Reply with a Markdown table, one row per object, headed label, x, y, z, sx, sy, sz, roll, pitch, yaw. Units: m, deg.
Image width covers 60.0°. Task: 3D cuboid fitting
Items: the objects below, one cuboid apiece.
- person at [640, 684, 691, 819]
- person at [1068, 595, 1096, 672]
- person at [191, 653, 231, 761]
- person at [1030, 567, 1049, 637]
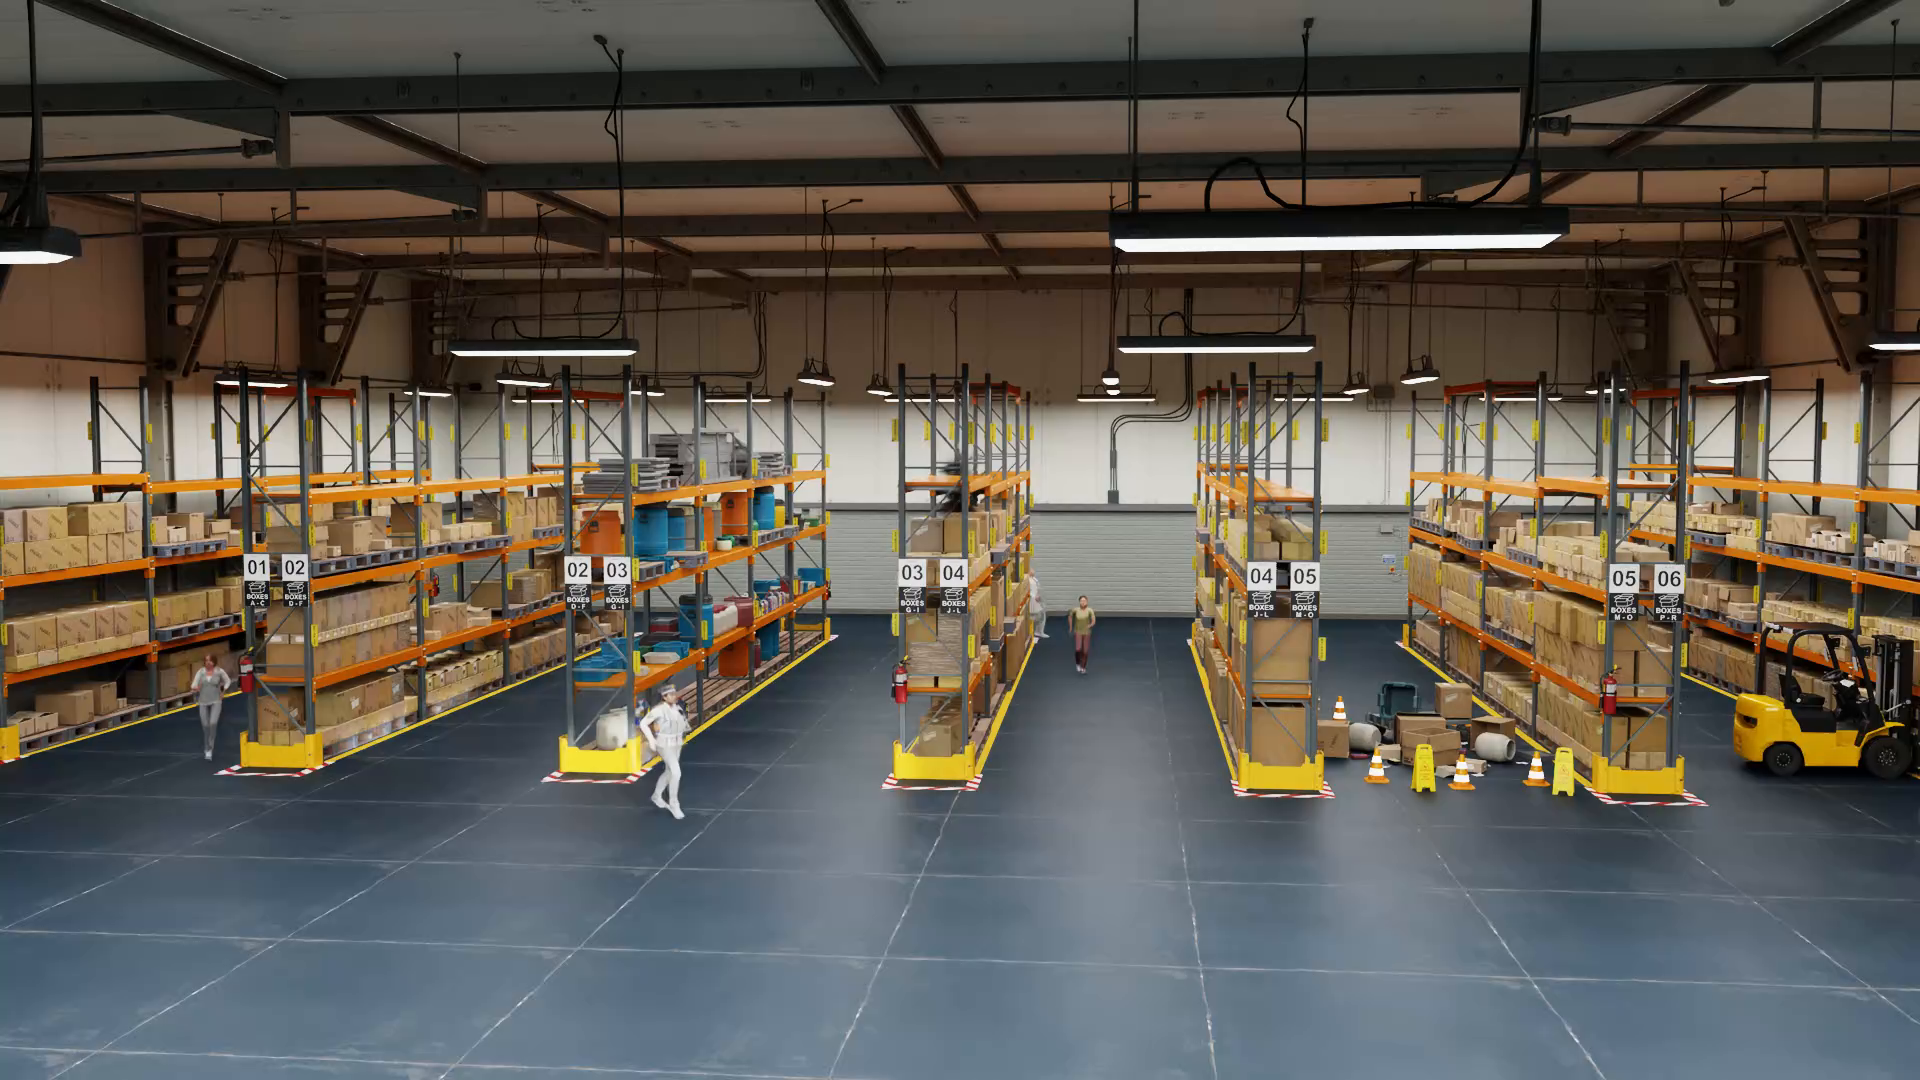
| label | x | y | z | sx | sy | sz | roll | pitch | yaw |
| --- | --- | --- | --- | --- | --- | --- | --- | --- | --- |
| person | -3.819 | 2.755 | 21.839 | 0.743 | 1.752 | 0.582 | 2 | 4 | 33 |
| person | 2.537 | 1.959 | 34.516 | 0.556 | 1.628 | 0.687 | 0 | 4 | 1 |
| person | -11.565 | 2.561 | 25.660 | 0.535 | 1.644 | 0.698 | -1 | 4 | -12 |
| person | 1.798 | 1.535 | 40.815 | 0.734 | 1.748 | 0.764 | 1 | 4 | 22 |
